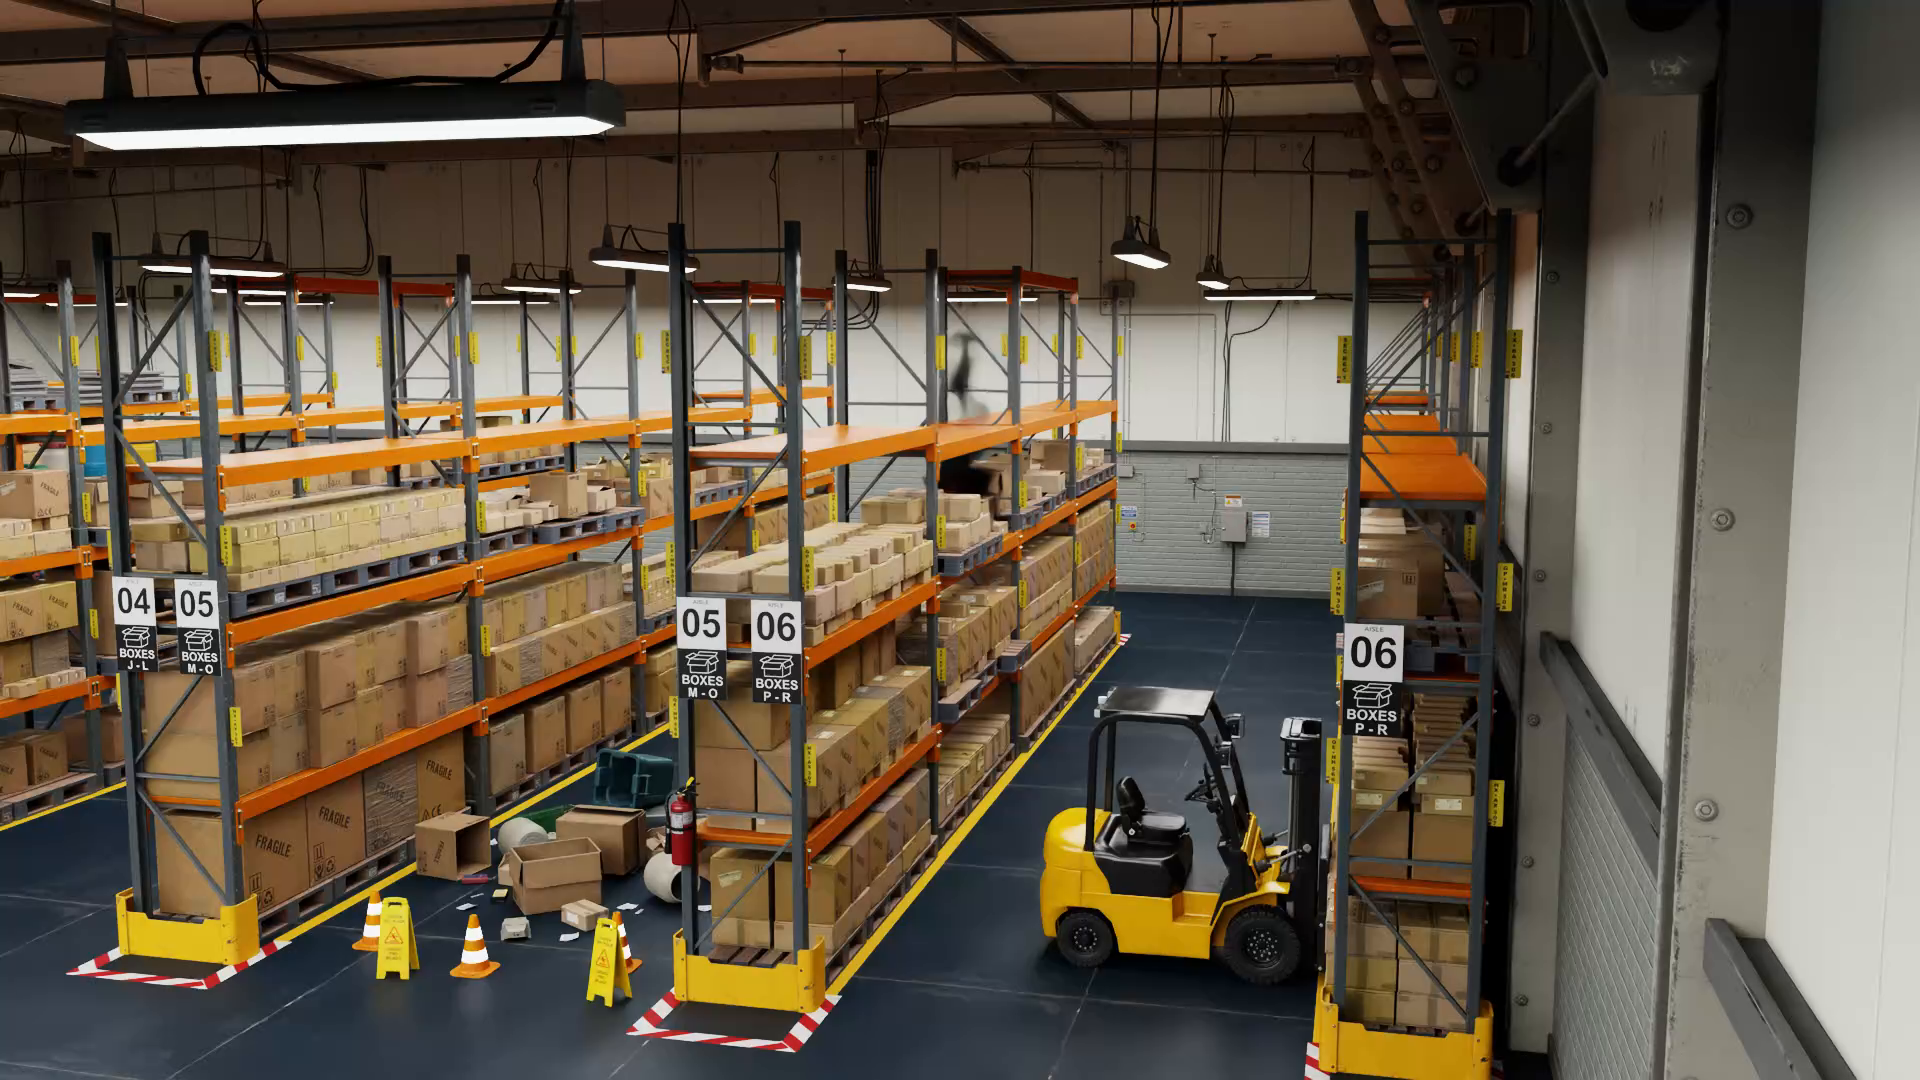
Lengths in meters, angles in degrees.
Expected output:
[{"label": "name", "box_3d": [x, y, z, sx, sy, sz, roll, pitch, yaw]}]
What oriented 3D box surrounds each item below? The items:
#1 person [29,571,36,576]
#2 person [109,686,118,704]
[{"label": "person", "box_3d": [-15.302, 1.009, 26.803, 0.700, 1.687, 1.068, 1, 7, 8]}, {"label": "person", "box_3d": [-11.207, 1.544, 22.093, 0.687, 1.756, 1.034, 1, 7, 10]}]
